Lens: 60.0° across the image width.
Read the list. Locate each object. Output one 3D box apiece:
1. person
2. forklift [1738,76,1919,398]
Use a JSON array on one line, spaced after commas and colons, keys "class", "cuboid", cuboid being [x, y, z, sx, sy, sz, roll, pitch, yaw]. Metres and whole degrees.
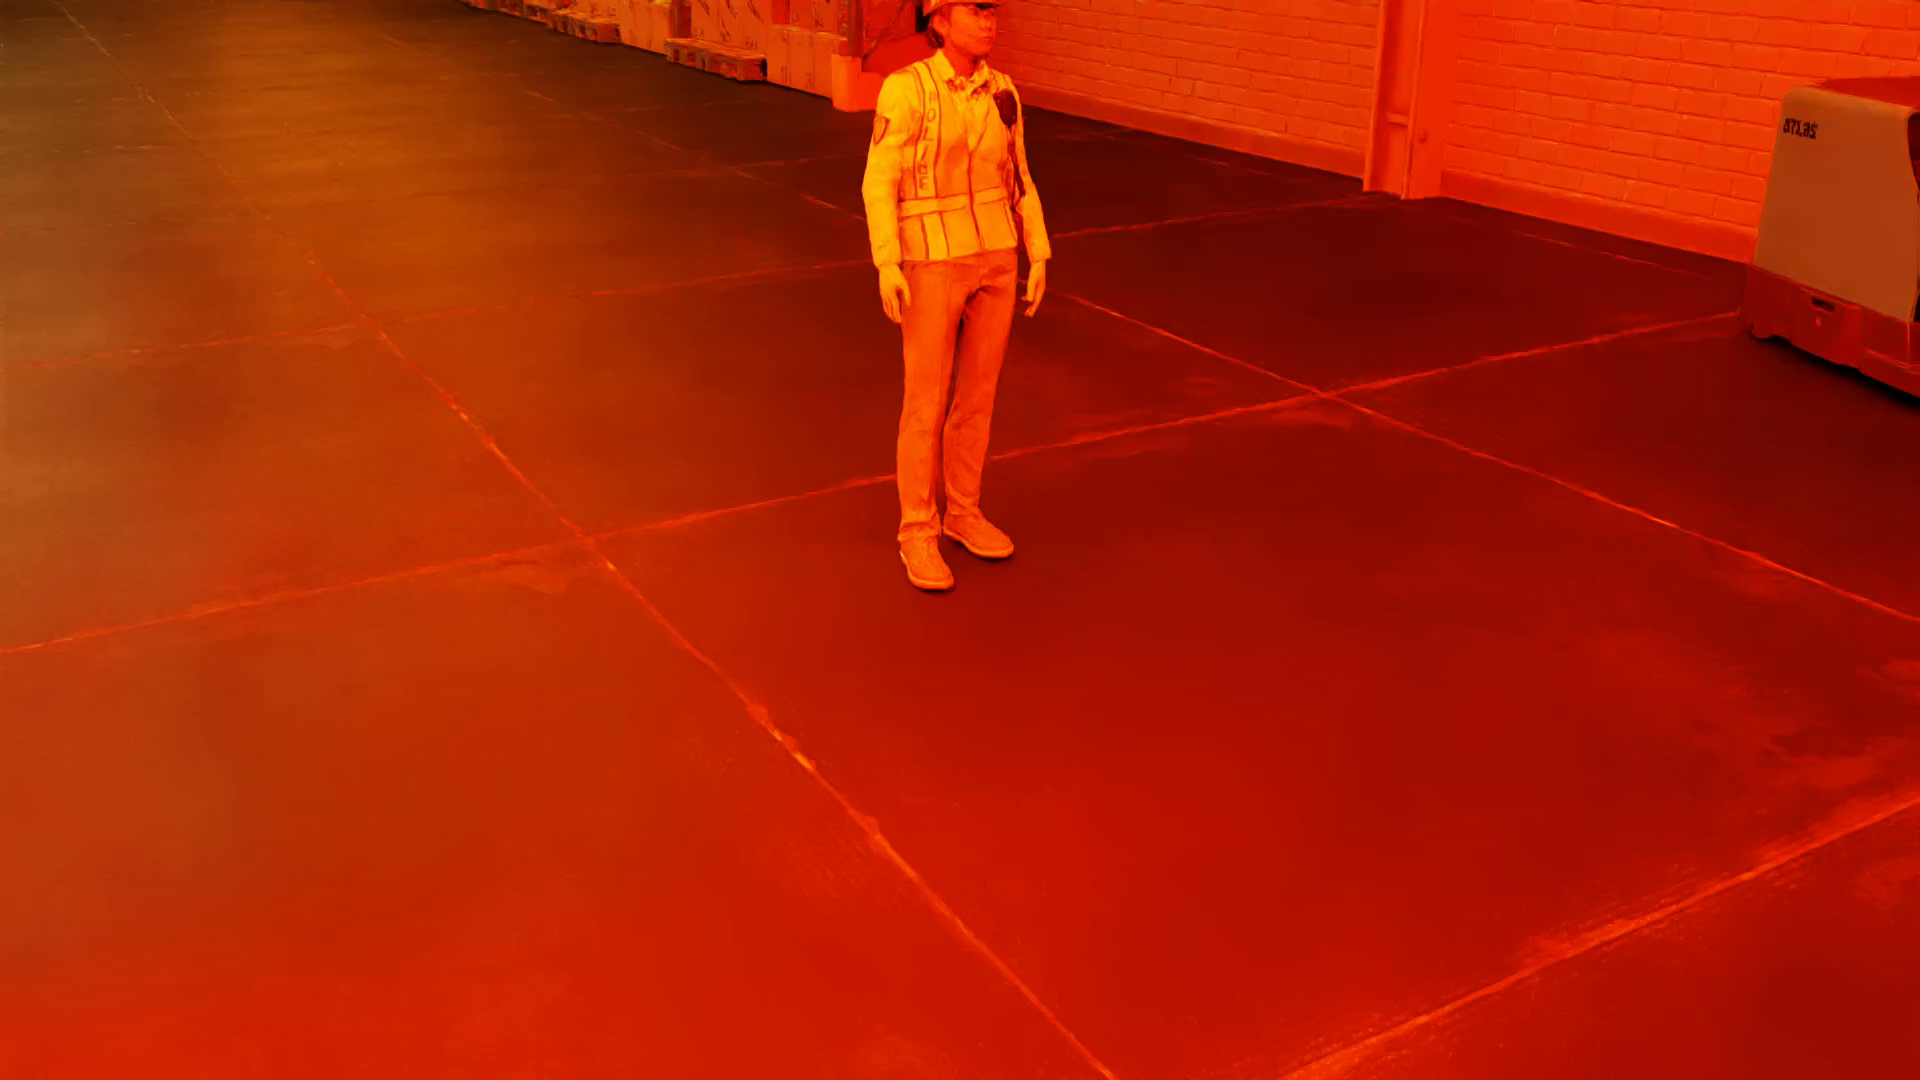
[{"class": "person", "cuboid": [0.020, -0.766, 4.748, 0.568, 1.695, 0.532, -12, 25, -28]}, {"class": "forklift", "cuboid": [4.194, -1.760, 5.562, 1.130, 2.935, 3.031, -4, 23, -9]}]
